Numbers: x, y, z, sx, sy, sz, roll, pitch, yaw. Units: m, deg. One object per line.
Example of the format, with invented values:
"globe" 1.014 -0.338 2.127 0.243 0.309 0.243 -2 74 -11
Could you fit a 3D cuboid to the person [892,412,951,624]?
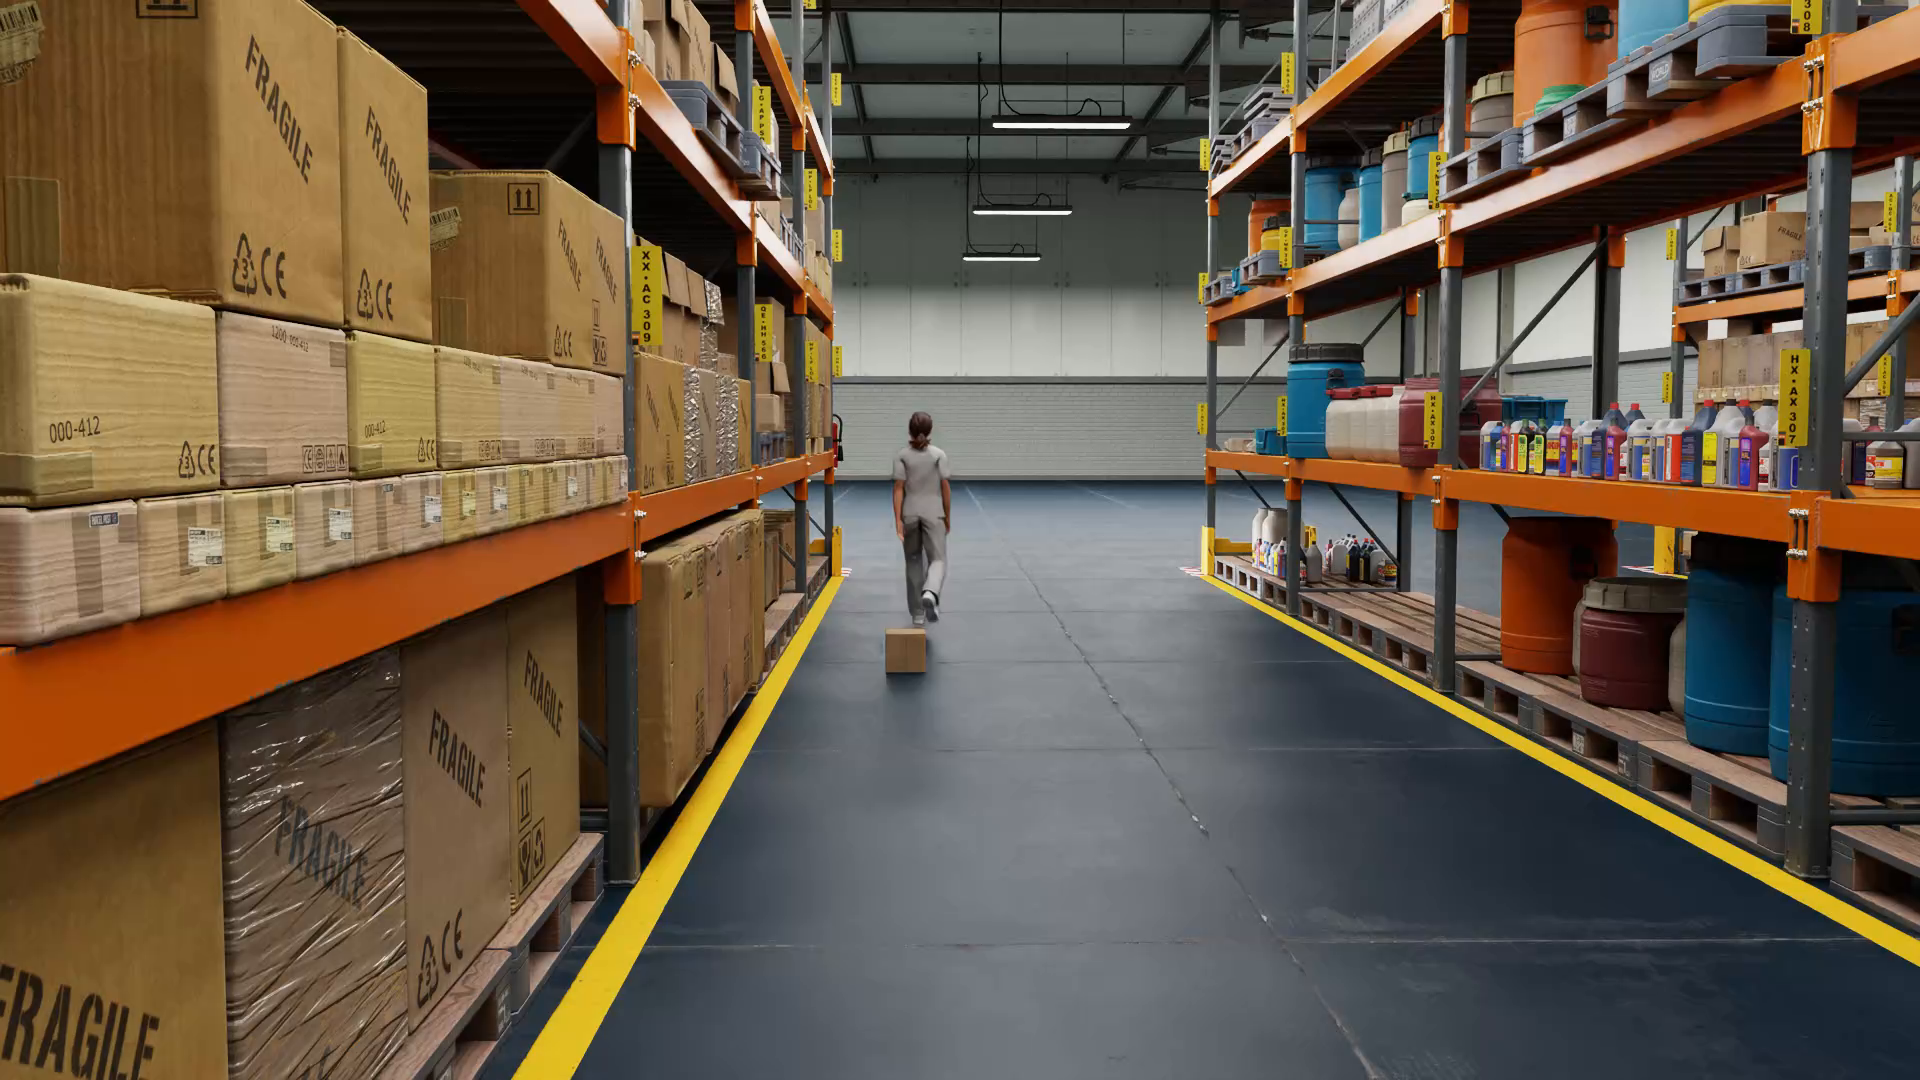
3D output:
"person" -0.294 -0.156 12.633 0.438 1.635 0.872 0 4 4
